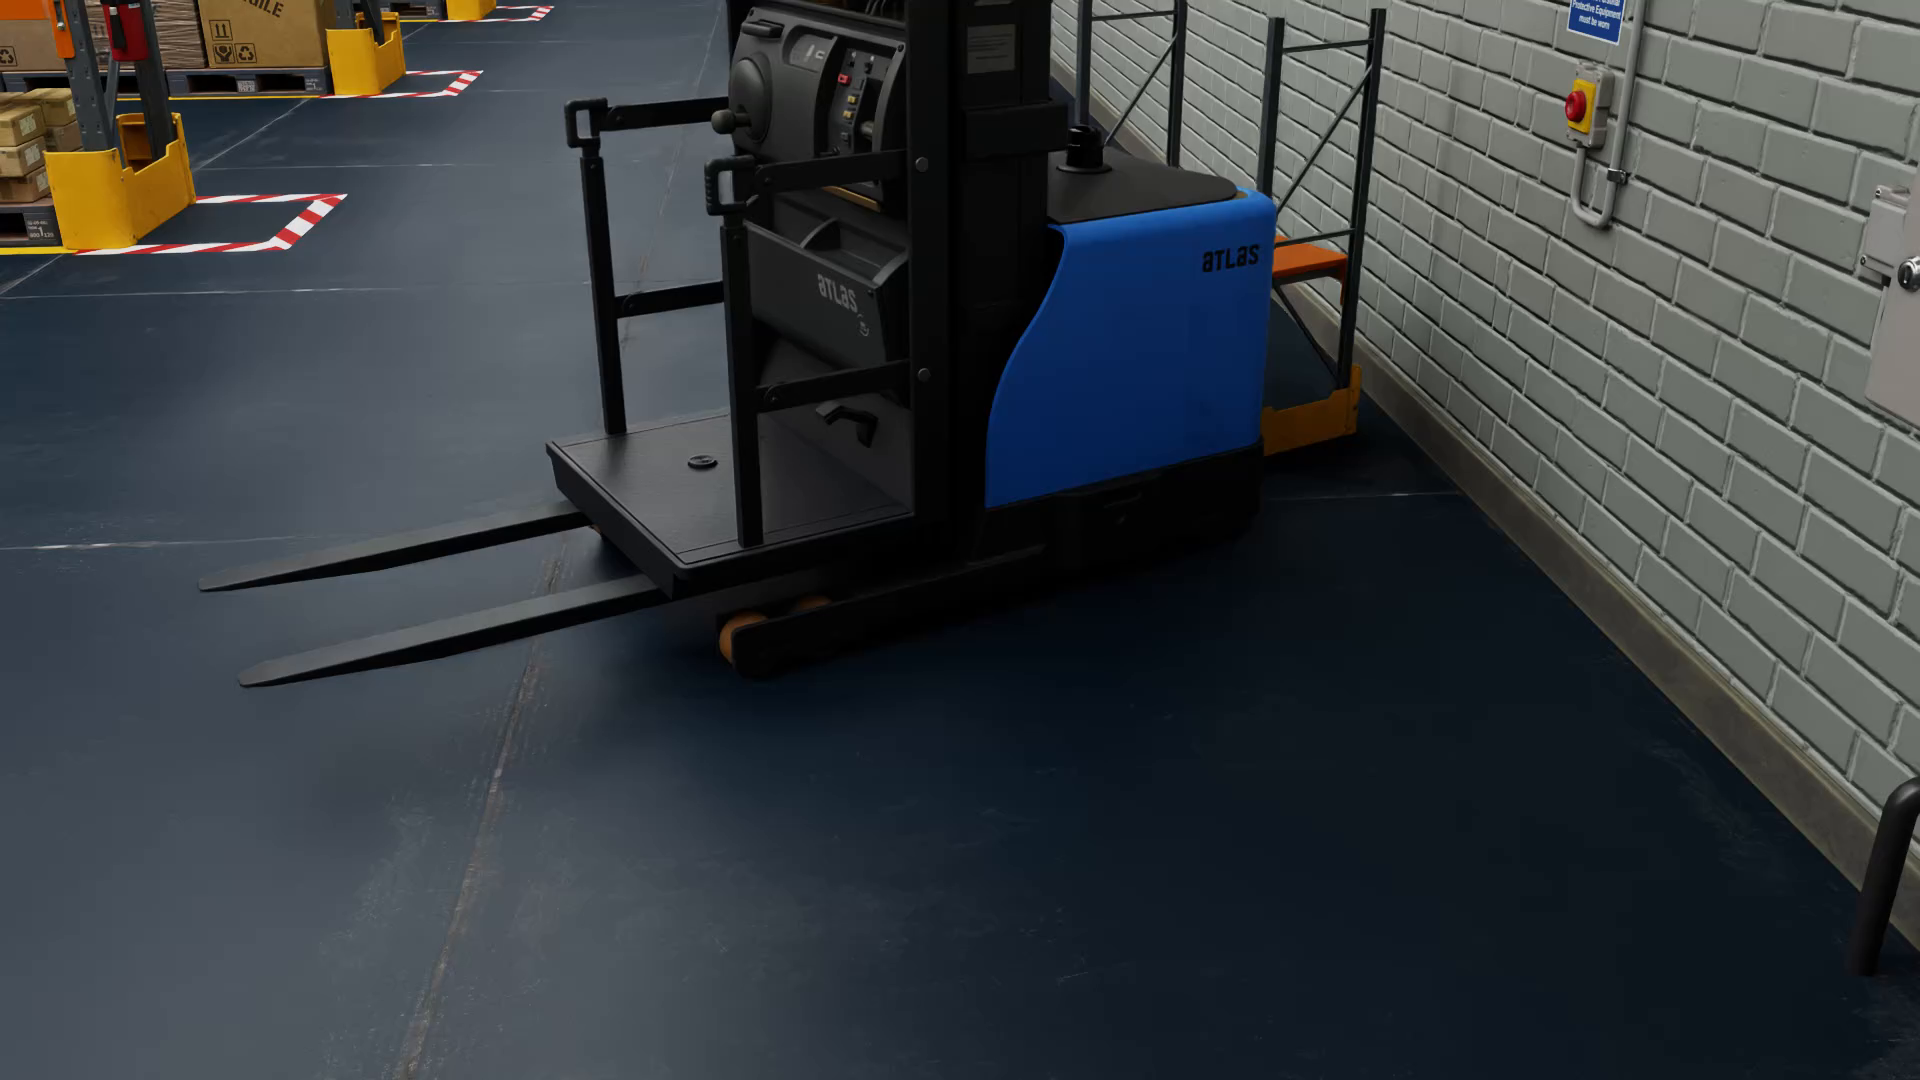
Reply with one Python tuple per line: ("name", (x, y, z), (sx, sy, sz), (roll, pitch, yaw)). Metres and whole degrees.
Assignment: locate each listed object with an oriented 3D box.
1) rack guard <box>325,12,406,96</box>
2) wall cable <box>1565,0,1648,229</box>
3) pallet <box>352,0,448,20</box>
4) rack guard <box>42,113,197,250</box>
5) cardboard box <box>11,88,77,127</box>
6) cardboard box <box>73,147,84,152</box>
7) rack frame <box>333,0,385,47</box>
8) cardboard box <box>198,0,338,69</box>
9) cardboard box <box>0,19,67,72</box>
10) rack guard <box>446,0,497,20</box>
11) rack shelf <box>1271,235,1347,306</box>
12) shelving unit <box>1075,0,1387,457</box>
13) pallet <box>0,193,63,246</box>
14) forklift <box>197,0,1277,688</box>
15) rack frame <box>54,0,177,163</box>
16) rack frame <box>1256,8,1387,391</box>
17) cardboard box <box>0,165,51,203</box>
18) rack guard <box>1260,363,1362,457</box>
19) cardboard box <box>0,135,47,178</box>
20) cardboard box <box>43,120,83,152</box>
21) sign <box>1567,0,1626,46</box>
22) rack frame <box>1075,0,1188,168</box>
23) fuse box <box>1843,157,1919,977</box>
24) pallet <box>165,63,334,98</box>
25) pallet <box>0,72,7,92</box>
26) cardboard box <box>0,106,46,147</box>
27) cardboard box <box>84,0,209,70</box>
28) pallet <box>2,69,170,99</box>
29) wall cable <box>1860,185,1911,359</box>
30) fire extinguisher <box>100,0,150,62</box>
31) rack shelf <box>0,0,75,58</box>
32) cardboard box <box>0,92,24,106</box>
("rack guard", (-4.848, -3.988, 13.607), (0.348, 0.500, 1.175), (-2, 24, -5))
("wall cable", (1.711, -1.837, 4.401), (0.123, 1.953, 0.585), (-2, 24, -5))
("pallet", (-6.183, -5.840, 18.129), (1.213, 0.211, 1.003), (-2, 24, -5))
("rack guard", (-4.561, -1.975, 9.079), (0.348, 0.500, 1.175), (-2, 24, -5))
("cardboard box", (-5.040, -2.398, 9.213), (0.250, 0.149, 0.380), (-3, 24, -8))
("cardboard box", (-5.038, -2.118, 9.316), (0.250, 0.149, 0.380), (-2, 24, -4))
("rack frame", (-4.872, -5.130, 13.098), (0.127, 3.000, 1.000), (-2, 24, -5))
("cardboard box", (-5.501, -4.293, 13.314), (0.875, 0.875, 0.875), (-2, 24, -5))
("cardboard box", (-7.292, -4.221, 13.152), (0.875, 0.875, 0.875), (-2, 24, -5))
("rack guard", (-5.336, -5.995, 18.123), (0.348, 0.500, 1.175), (-2, 24, -5))
("rack shelf", (0.928, -1.042, 6.192), (0.538, 0.185, 1.000), (-15, 28, -30))
("shelving unit", (0.933, -1.204, 6.112), (0.587, 1.500, 1.083), (-15, 28, -30))
("pallet", (-5.373, -1.825, 9.097), (1.213, 0.211, 1.003), (-2, 24, -5))
("forklift", (-0.575, -1.226, 4.399), (3.031, 2.935, 1.130), (-14, 27, -28))
("rack frame", (-4.485, -3.121, 8.578), (0.127, 3.000, 1.000), (-2, 24, -5))
("rack frame", (1.204, -1.033, 5.729), (0.500, 1.500, 0.032), (-15, 28, -30))
("cardboard box", (-4.988, -1.905, 8.835), (0.250, 0.149, 0.380), (-2, 24, -4))
("rack guard", (1.203, -0.463, 5.983), (0.587, 0.250, 0.087), (-15, 28, -30))
("cardboard box", (-4.982, -2.009, 8.704), (0.250, 0.149, 0.380), (-3, 24, -7))
("cardboard box", (-5.032, -2.229, 9.198), (0.250, 0.149, 0.380), (-1, 24, -3))
("sign", (1.767, -1.504, 4.608), (0.001, 0.218, 0.327), (-2, 24, -5))
("rack frame", (0.651, -1.380, 6.509), (0.500, 1.500, 0.032), (-15, 28, -30))
("fuse box", (1.772, 0.085, 2.952), (0.414, 1.711, 0.539), (-2, 24, -5))
("pallet", (-5.660, -3.792, 13.521), (1.213, 0.211, 1.003), (-2, 24, -5))
("pallet", (-8.088, -3.694, 13.302), (1.213, 0.211, 1.003), (-2, 24, -5))
("cardboard box", (-4.987, -2.158, 8.673), (0.250, 0.149, 0.380), (-2, 24, -5))
("cardboard box", (-6.407, -4.256, 13.232), (0.875, 0.875, 0.875), (-2, 24, -5))
("pallet", (-6.871, -3.744, 13.414), (1.213, 0.211, 1.003), (-2, 24, -5))
("wall cable", (1.862, -1.250, 3.118), (0.122, 1.984, 0.588), (-2, 24, -5))
("fire extinguisher", (-4.189, -2.738, 8.272), (0.183, 0.674, 0.296), (-2, 24, -5))
("rack shelf", (-6.475, -2.712, 8.544), (4.000, 0.370, 1.077), (-2, 24, -5))
("cardboard box", (-5.302, -2.339, 9.079), (0.250, 0.149, 0.380), (-2, 24, -4))
